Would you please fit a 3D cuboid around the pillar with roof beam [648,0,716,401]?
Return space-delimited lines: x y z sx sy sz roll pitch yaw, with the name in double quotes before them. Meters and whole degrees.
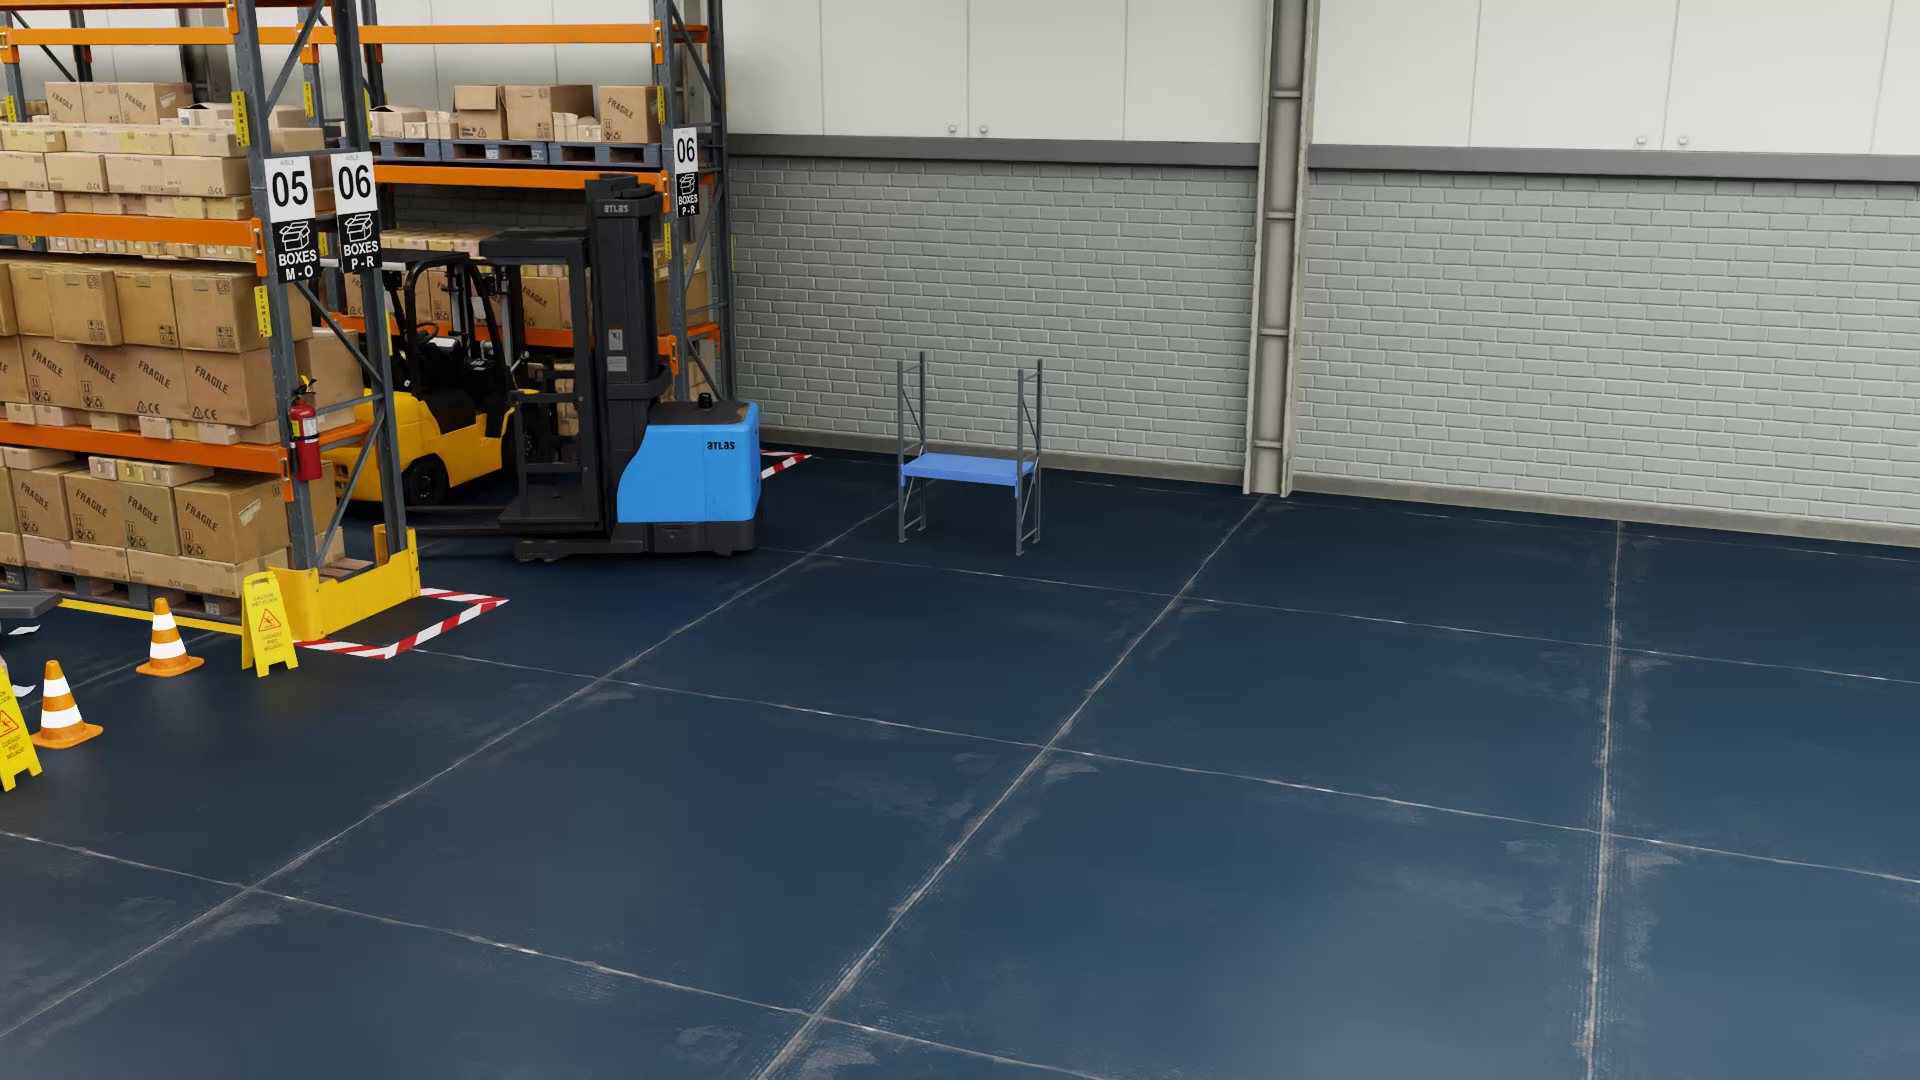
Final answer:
"pillar with roof beam" -4.348 -4.264 12.219 0.400 9.000 9.100 6 17 21

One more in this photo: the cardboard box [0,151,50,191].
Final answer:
"cardboard box" -6.267 -2.555 11.449 0.500 0.250 0.500 6 17 21

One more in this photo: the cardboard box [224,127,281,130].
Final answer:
"cardboard box" -4.766 -2.720 11.303 0.250 0.149 0.380 6 17 20

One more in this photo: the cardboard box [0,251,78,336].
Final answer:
"cardboard box" -6.737 -1.769 11.881 0.500 0.500 0.700 6 17 19

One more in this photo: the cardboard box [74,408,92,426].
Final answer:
"cardboard box" -6.111 -0.930 11.947 0.250 0.149 0.380 6 17 21

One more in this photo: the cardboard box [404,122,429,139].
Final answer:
"cardboard box" -5.152 -3.970 16.105 0.250 0.149 0.380 7 18 22

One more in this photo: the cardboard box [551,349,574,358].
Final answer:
"cardboard box" -3.757 -1.758 16.734 0.500 0.250 0.500 6 17 20

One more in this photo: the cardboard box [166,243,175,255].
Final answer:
"cardboard box" -8.223 -3.132 17.739 0.250 0.149 0.380 6 17 21

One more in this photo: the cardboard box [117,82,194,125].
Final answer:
"cardboard box" -8.363 -4.509 17.334 0.500 0.500 0.500 7 17 22

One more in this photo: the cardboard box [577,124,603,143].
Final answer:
"cardboard box" -3.334 -3.770 15.416 0.250 0.149 0.380 6 17 19

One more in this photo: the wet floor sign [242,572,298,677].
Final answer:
"wet floor sign" -4.485 0.521 10.721 0.232 0.644 0.267 14 21 40

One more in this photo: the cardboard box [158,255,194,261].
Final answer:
"cardboard box" -8.141 -2.916 17.711 0.500 0.250 0.500 7 17 21

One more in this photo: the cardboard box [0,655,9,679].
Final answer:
"cardboard box" -6.229 0.853 10.470 0.380 0.149 0.250 -12 20 -37

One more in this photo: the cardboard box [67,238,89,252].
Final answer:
"cardboard box" -9.457 -3.236 18.097 0.250 0.149 0.380 7 17 22

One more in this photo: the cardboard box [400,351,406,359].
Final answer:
"cardboard box" -5.366 -1.779 16.806 0.500 0.250 0.500 6 17 21

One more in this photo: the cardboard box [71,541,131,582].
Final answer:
"cardboard box" -6.088 0.092 12.154 0.500 0.250 0.500 6 17 19

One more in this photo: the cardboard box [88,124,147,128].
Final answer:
"cardboard box" -5.929 -2.862 11.793 0.250 0.149 0.380 7 17 22

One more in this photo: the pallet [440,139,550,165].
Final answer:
"pallet" -4.239 -3.796 16.146 1.213 0.211 1.003 6 17 21

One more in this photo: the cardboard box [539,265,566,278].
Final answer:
"cardboard box" -3.837 -2.621 15.978 0.250 0.149 0.380 6 17 19

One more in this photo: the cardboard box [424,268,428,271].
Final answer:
"cardboard box" -5.276 -2.772 16.499 0.250 0.149 0.380 7 17 22

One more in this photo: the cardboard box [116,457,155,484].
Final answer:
"cardboard box" -5.709 -0.520 11.755 0.250 0.149 0.380 7 17 22

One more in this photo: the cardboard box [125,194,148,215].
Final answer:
"cardboard box" -5.393 -2.286 11.239 0.250 0.149 0.380 6 17 21

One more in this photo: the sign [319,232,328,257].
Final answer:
"sign" -6.363 -2.980 16.622 0.005 0.325 0.100 6 17 21

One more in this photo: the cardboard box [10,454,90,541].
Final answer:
"cardboard box" -6.557 -0.321 12.234 0.500 0.500 0.500 7 18 24

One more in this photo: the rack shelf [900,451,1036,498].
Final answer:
"rack shelf" 0.079 -0.539 13.485 1.000 0.185 0.538 6 17 21

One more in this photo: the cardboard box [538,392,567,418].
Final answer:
"cardboard box" -3.970 -1.386 16.348 0.500 0.250 0.500 6 17 19

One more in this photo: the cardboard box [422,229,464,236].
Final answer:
"cardboard box" -5.296 -3.091 17.065 0.250 0.149 0.380 6 17 20

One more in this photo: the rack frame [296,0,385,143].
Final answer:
"rack frame" -6.173 -5.484 16.424 0.127 3.000 1.000 6 17 21

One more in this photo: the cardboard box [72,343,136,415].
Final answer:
"cardboard box" -5.804 -1.186 11.665 0.500 0.500 0.500 6 17 20

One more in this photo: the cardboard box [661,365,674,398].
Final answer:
"cardboard box" -2.995 -1.522 15.920 0.500 0.250 0.500 7 18 22

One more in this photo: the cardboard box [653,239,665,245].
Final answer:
"cardboard box" -2.910 -2.830 16.164 0.250 0.149 0.380 7 18 23

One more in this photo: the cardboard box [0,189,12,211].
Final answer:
"cardboard box" -6.624 -2.385 11.580 0.250 0.149 0.380 6 17 20

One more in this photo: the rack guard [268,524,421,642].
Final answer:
"rack guard" -4.340 0.286 11.791 0.348 0.500 1.175 6 17 21

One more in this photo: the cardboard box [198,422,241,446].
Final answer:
"cardboard box" -4.972 -0.766 11.381 0.250 0.149 0.380 6 17 20

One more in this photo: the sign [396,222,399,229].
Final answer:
"sign" -5.971 -3.201 17.625 0.005 0.325 0.100 6 17 21

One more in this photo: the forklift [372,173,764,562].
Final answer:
"forklift" -3.154 -1.384 13.185 3.031 2.935 1.130 -1 16 -2

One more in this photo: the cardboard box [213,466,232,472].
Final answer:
"cardboard box" -5.429 -0.357 12.355 0.500 0.500 0.500 6 17 19

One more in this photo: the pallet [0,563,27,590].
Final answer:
"pallet" -7.353 0.083 13.008 1.213 0.211 1.003 6 17 21

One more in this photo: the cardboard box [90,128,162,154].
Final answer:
"cardboard box" -5.604 -2.691 11.203 0.250 0.149 0.380 6 17 21

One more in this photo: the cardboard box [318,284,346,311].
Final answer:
"cardboard box" -6.738 -2.515 17.225 0.500 0.250 0.500 7 17 22

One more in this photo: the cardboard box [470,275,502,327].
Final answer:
"cardboard box" -4.434 -2.381 16.315 0.500 0.500 0.500 6 17 21

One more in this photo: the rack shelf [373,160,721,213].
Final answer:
"rack shelf" -4.312 -3.494 16.238 4.000 0.370 1.077 6 17 21

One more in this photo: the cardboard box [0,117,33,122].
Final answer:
"cardboard box" -10.312 -4.546 18.127 0.250 0.149 0.380 7 17 22

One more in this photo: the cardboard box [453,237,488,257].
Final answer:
"cardboard box" -4.758 -2.885 16.354 0.250 0.149 0.380 6 17 20

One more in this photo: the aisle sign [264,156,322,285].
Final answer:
"aisle sign" -4.318 -2.073 10.772 0.004 0.787 0.394 6 17 21

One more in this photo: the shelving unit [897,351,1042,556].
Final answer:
"shelving unit" 0.079 -0.712 13.434 1.048 1.500 0.538 6 17 21

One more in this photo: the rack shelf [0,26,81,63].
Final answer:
"rack shelf" -11.754 -5.561 18.694 4.000 0.370 1.077 6 17 21

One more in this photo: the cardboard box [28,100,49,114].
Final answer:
"cardboard box" -10.135 -4.825 18.552 0.250 0.149 0.380 6 17 19

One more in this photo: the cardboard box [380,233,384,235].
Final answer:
"cardboard box" -5.985 -2.996 16.737 0.250 0.149 0.380 7 17 22

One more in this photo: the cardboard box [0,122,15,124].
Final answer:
"cardboard box" -7.136 -2.986 12.219 0.250 0.149 0.380 7 17 22
